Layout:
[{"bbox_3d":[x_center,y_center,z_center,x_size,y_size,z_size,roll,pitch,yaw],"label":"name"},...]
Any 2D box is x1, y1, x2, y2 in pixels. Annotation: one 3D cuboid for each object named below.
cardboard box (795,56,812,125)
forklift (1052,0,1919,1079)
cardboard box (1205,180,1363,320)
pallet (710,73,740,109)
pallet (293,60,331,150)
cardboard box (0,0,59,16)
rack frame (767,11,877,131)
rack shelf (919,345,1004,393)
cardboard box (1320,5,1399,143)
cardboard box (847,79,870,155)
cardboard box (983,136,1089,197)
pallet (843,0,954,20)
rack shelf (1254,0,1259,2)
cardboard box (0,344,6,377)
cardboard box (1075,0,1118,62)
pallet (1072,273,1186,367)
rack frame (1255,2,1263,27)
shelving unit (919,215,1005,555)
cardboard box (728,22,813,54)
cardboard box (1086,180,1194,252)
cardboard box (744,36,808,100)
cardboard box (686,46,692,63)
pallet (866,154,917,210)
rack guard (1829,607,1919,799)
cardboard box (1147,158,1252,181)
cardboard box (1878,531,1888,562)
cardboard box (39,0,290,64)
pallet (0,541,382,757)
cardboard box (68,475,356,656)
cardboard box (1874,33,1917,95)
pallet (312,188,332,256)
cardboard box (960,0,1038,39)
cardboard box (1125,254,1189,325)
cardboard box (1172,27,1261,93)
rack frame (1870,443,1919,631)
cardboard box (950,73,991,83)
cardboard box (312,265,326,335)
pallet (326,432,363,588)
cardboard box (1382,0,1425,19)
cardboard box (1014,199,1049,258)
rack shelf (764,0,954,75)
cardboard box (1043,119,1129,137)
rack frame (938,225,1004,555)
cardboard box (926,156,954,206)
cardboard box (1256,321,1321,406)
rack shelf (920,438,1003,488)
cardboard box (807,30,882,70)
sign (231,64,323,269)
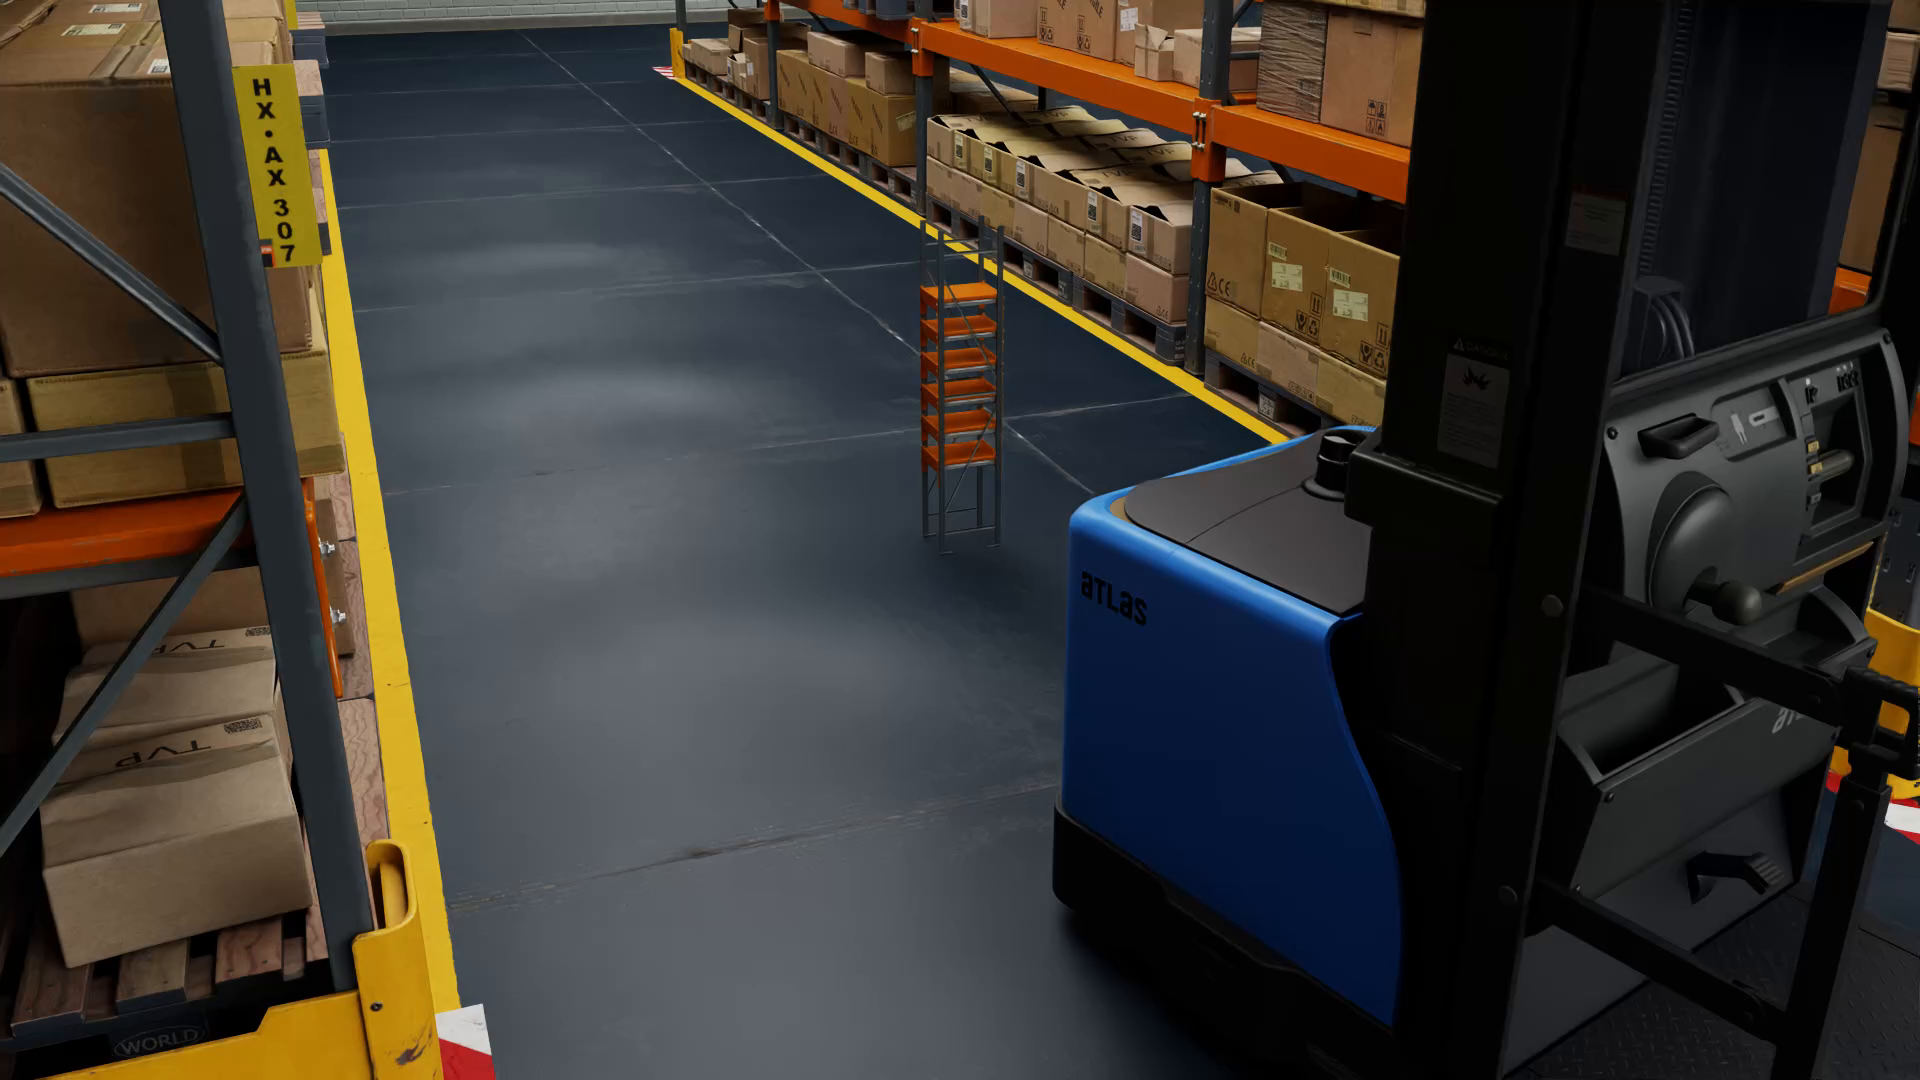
[{"bbox_3d":[-1.088,-3.824,14.113,0.500,0.500,0.500,-8,24,-18],"label":"cardboard box"},{"bbox_3d":[1.514,-0.100,2.713,1.130,2.935,3.031,-16,28,-34],"label":"forklift"},{"bbox_3d":[1.468,-1.328,7.574,0.500,0.500,0.500,-8,24,-19],"label":"cardboard box"},{"bbox_3d":[-1.906,-4.583,16.853,1.003,0.211,1.213,-8,24,-19],"label":"pallet"},{"bbox_3d":[-3.170,-1.796,6.896,1.003,0.211,1.213,-8,24,-19],"label":"pallet"},{"bbox_3d":[-2.522,-1.116,4.237,0.500,0.500,0.500,-8,24,-18],"label":"cardboard box"},{"bbox_3d":[-1.229,-5.175,14.665,1.000,3.000,0.127,-8,24,-19],"label":"rack frame"},{"bbox_3d":[0.005,-0.617,5.975,0.258,0.103,0.180,-8,24,-19],"label":"rack shelf"},{"bbox_3d":[1.952,-1.963,6.916,0.700,0.500,0.500,-9,24,-20],"label":"cardboard box"},{"bbox_3d":[-0.549,-3.268,12.793,0.500,0.500,0.500,-9,25,-21],"label":"cardboard box"},{"bbox_3d":[0.466,-2.300,10.123,0.500,0.311,0.500,-9,24,-20],"label":"cardboard box"},{"bbox_3d":[-0.121,-3.869,11.816,1.213,0.211,1.003,-8,24,-19],"label":"pallet"},{"bbox_3d":[2.699,-6.248,18.138,1.077,0.370,4.000,-8,24,-19],"label":"rack shelf"},{"bbox_3d":[-1.988,-0.561,2.921,0.500,0.500,0.500,-9,24,-20],"label":"cardboard box"},{"bbox_3d":[0.978,-2.969,9.302,0.500,0.500,0.500,-8,24,-19],"label":"cardboard box"},{"bbox_3d":[1.300,-1.245,8.933,1.003,0.211,1.213,-8,24,-19],"label":"pallet"},{"bbox_3d":[3.406,-5.853,16.274,1.000,3.000,0.127,-8,24,-19],"label":"rack frame"},{"bbox_3d":[0.005,-0.548,6.005,0.258,1.200,0.189,-8,24,-19],"label":"shelving unit"},{"bbox_3d":[-1.898,-4.909,16.683,0.797,0.503,0.637,-8,24,-19],"label":"cardboard box"},{"bbox_3d":[0.996,-1.749,8.814,0.500,0.311,0.500,-8,24,-18],"label":"cardboard box"},{"bbox_3d":[-1.696,-4.394,15.464,0.500,0.500,0.500,-8,24,-19],"label":"cardboard box"},{"bbox_3d":[-2.728,-5.235,17.890,0.380,0.166,0.250,-8,24,-19],"label":"cardboard box"},{"bbox_3d":[-0.045,-2.713,12.414,1.003,0.211,1.213,-8,24,-19],"label":"pallet"},{"bbox_3d":[3.018,0.346,4.785,1.175,0.500,0.348,-8,24,-19],"label":"rack guard"},{"bbox_3d":[1.328,-2.008,9.428,0.500,0.311,0.500,-9,25,-21],"label":"cardboard box"},{"bbox_3d":[2.542,-0.240,4.992,0.500,0.500,0.500,-8,24,-19],"label":"cardboard box"},{"bbox_3d":[-1.852,-1.003,3.970,0.500,0.500,0.500,-9,25,-21],"label":"cardboard box"},{"bbox_3d":[-2.331,0.381,5.073,1.003,0.211,1.213,-8,24,-19],"label":"pallet"},{"bbox_3d":[-2.197,0.071,4.870,0.700,0.500,0.500,-10,25,-22],"label":"cardboard box"},{"bbox_3d":[2.697,-1.272,4.442,0.380,0.149,0.250,-9,24,-20],"label":"cardboard box"},{"bbox_3d":[-4.657,-2.052,10.847,1.003,0.211,1.213,-8,24,-19],"label":"pallet"},{"bbox_3d":[0.319,-3.329,10.400,0.500,0.311,0.500,-9,24,-20],"label":"cardboard box"},{"bbox_3d":[1.179,-1.305,8.484,0.500,0.250,0.500,-9,24,-20],"label":"cardboard box"},{"bbox_3d":[1.382,-2.372,8.208,0.500,0.250,0.500,-7,24,-16],"label":"cardboard box"},{"bbox_3d":[3.010,-0.814,4.320,1.000,3.000,0.127,-8,24,-19],"label":"rack frame"},{"bbox_3d":[-0.072,-3.349,12.986,0.500,0.500,0.500,-9,24,-20],"label":"cardboard box"},{"bbox_3d":[-1.870,-0.667,4.138,0.500,0.250,0.500,-9,24,-20],"label":"cardboard box"},{"bbox_3d":[-2.766,-0.063,6.127,1.003,0.211,1.213,-8,24,-19],"label":"pallet"},{"bbox_3d":[1.873,-2.118,6.448,0.380,0.149,0.250,-9,25,-21],"label":"cardboard box"},{"bbox_3d":[0.643,-1.860,9.801,0.500,0.250,0.500,-8,24,-18],"label":"cardboard box"},{"bbox_3d":[-0.523,-4.116,13.081,1.077,0.370,4.000,-8,24,-19],"label":"rack shelf"},{"bbox_3d":[0.789,-2.562,10.743,0.500,0.311,0.500,-9,24,-20],"label":"cardboard box"},{"bbox_3d":[0.037,-0.514,5.926,0.240,1.200,0.006,-8,24,-19],"label":"rack frame"},{"bbox_3d":[0.094,-2.417,11.122,0.500,0.250,0.500,-8,24,-19],"label":"cardboard box"},{"bbox_3d":[1.649,-0.802,7.290,0.500,0.250,0.500,-8,24,-19],"label":"cardboard box"},{"bbox_3d":[0.005,-0.286,6.115,0.258,0.103,0.180,-8,24,-19],"label":"rack shelf"},{"bbox_3d":[-0.933,-3.998,13.561,0.500,0.250,0.500,-8,24,-19],"label":"cardboard box"},{"bbox_3d":[-1.116,-0.607,2.713,0.100,0.325,0.005,-8,24,-19],"label":"sign"}]
